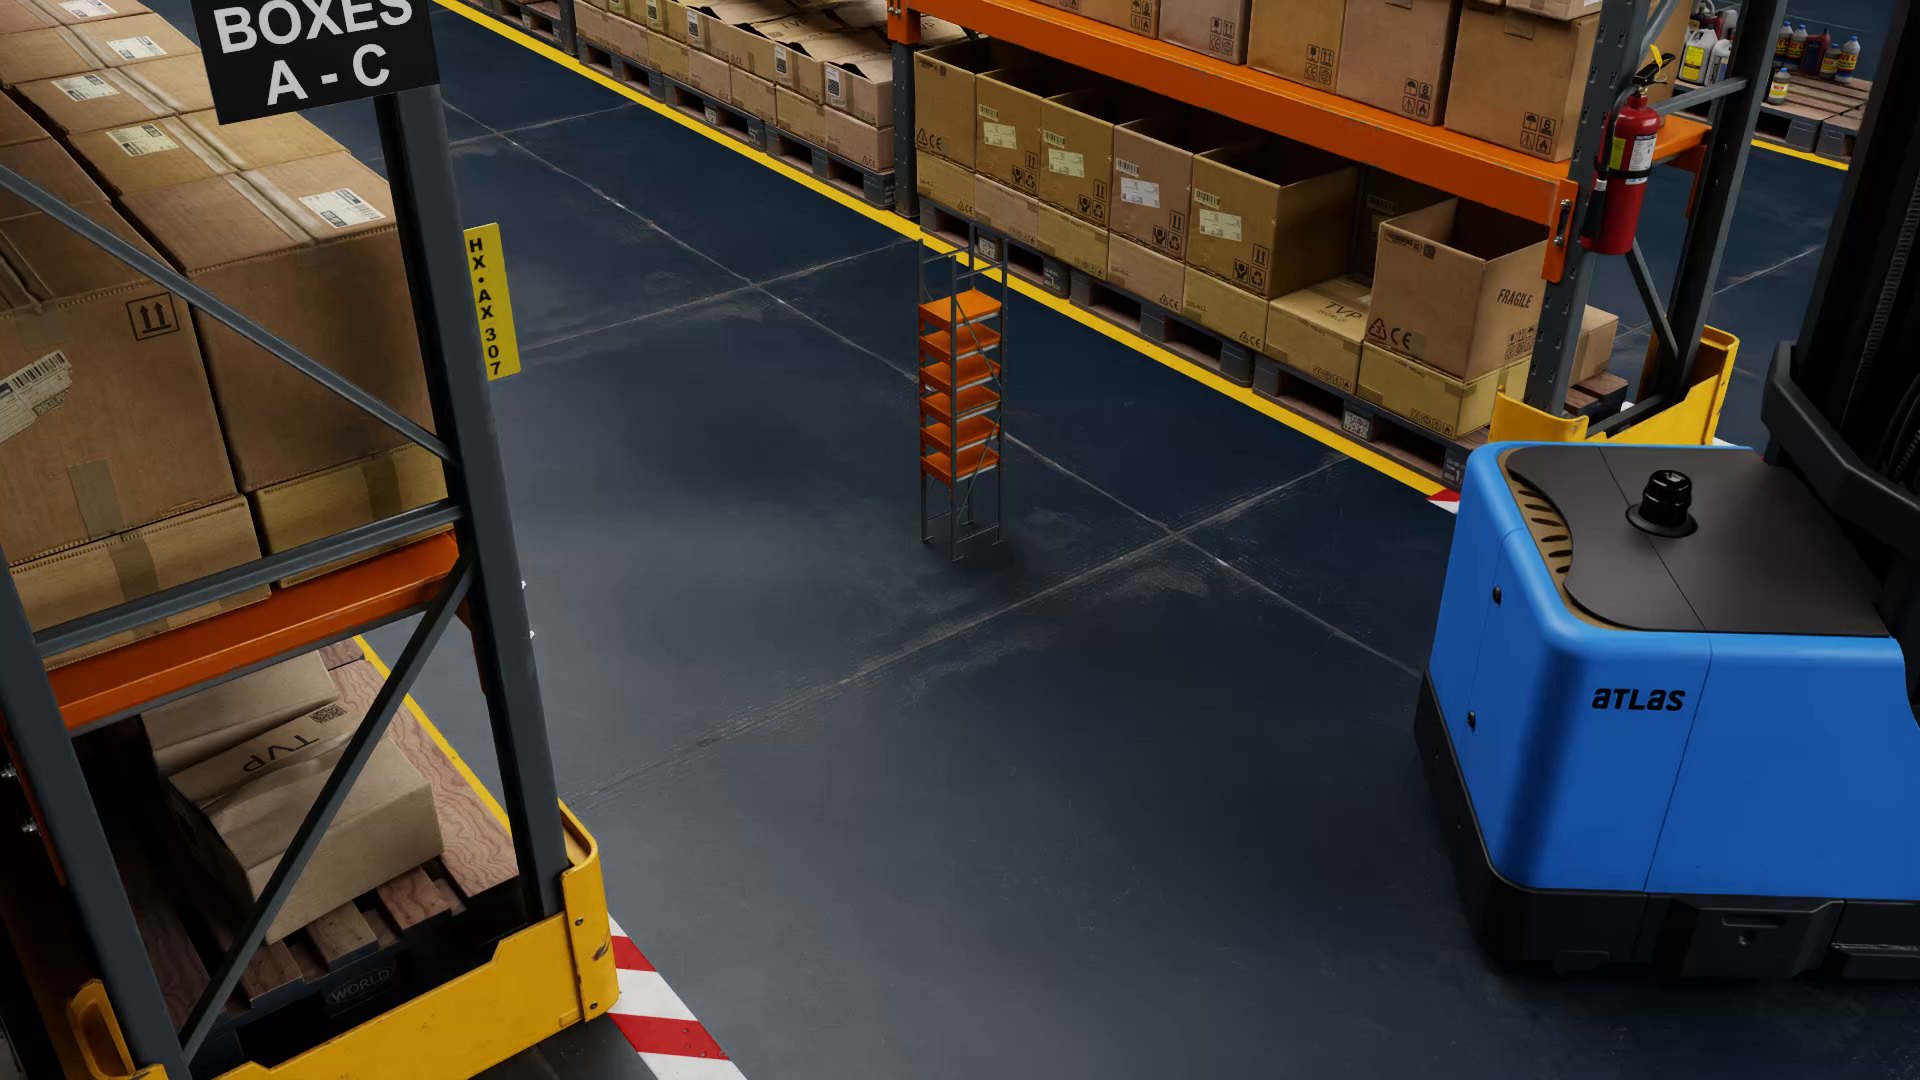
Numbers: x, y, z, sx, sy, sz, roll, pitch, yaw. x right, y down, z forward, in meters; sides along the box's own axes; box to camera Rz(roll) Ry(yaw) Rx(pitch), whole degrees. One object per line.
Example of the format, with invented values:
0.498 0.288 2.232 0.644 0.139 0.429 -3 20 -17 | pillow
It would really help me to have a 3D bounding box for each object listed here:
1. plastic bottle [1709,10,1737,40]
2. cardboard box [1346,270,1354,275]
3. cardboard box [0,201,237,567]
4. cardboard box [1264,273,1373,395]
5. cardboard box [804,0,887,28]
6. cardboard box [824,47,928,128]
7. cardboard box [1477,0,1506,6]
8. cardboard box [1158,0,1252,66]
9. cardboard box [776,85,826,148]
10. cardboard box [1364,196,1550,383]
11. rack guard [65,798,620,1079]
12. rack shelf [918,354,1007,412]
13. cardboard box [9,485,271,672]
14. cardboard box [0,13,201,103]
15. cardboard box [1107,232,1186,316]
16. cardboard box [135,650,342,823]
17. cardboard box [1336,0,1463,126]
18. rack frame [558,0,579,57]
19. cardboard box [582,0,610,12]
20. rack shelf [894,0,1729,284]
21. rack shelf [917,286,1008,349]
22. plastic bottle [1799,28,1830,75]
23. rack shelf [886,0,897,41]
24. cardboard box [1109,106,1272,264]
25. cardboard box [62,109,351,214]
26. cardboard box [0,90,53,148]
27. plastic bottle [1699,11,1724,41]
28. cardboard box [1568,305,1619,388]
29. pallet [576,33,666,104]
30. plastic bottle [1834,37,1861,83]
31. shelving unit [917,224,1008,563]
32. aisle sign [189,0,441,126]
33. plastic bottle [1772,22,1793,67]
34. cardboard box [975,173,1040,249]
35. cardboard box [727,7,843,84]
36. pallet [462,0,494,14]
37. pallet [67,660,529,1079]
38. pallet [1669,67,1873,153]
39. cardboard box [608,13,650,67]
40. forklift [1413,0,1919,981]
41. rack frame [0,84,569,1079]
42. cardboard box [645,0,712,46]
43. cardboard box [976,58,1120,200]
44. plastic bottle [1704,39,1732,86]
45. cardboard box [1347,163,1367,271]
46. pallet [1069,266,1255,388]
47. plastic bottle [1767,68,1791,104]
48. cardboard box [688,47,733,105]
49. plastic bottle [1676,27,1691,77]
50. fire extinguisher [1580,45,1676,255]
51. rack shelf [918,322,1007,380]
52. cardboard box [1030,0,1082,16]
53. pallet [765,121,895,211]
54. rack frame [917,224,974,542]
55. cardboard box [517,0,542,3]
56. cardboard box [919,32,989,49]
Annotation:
5.025 -3.374 11.003 0.152 0.276 0.135 -22 38 -31 | plastic bottle
1.759 -1.256 7.637 0.500 0.250 0.500 -22 38 -31 | cardboard box
-1.840 -0.321 3.336 0.500 0.500 0.500 -23 38 -32 | cardboard box
1.650 -0.877 7.027 0.500 0.250 0.500 -22 38 -31 | cardboard box
-0.603 -3.128 10.121 0.500 0.311 0.500 -24 39 -33 | cardboard box
-0.400 -2.526 9.151 0.500 0.311 0.500 -22 38 -31 | cardboard box
1.982 -2.059 6.012 0.380 0.149 0.250 -21 38 -30 | cardboard box
1.300 -2.420 7.208 0.700 0.500 0.500 -21 38 -30 | cardboard box
-0.717 -2.502 9.644 0.500 0.250 0.500 -23 39 -32 | cardboard box
1.964 -0.990 6.499 0.500 0.500 0.500 -22 38 -31 | cardboard box
-1.429 1.100 4.005 1.175 0.500 0.348 -22 38 -31 | rack guard
0.009 -0.568 5.884 0.258 0.103 0.180 -22 38 -31 | rack shelf
-1.822 -0.007 3.541 0.500 0.250 0.500 -22 38 -31 | cardboard box
-2.371 -1.128 4.635 0.500 0.500 0.500 -21 38 -30 | cardboard box
1.037 -1.294 7.698 0.500 0.250 0.500 -22 38 -31 | cardboard box
-2.085 0.470 4.781 0.500 0.311 0.500 -19 37 -28 | cardboard box
1.926 -1.993 6.521 0.700 0.500 0.500 -21 38 -30 | cardboard box
-2.378 -4.868 11.246 1.000 3.000 0.127 -22 38 -31 | rack frame
-2.288 -3.804 11.208 0.500 0.311 0.500 -21 37 -30 | cardboard box
1.302 -2.062 7.409 1.077 0.370 4.000 -22 38 -31 | rack shelf
0.009 -0.772 5.757 0.258 0.103 0.180 -22 38 -31 | rack shelf
5.453 -3.125 10.596 0.061 0.283 0.133 -22 38 -31 | plastic bottle
-1.151 -3.729 10.093 1.077 0.370 4.000 -22 38 -31 | rack shelf
1.034 -1.611 7.499 0.500 0.500 0.500 -22 38 -31 | cardboard box
-1.733 -0.699 3.945 0.500 0.500 0.500 -22 38 -31 | cardboard box
-2.461 -0.748 4.024 0.500 0.500 0.500 -23 39 -33 | cardboard box
4.941 -3.342 10.945 0.061 0.283 0.133 -22 38 -31 | plastic bottle
2.375 -0.840 6.968 0.500 0.250 0.500 -22 38 -31 | cardboard box
-1.904 -3.328 11.409 1.003 0.211 1.213 -22 38 -31 | pallet
5.578 -3.020 10.438 0.097 0.271 0.097 0 32 0 | plastic bottle
0.009 -0.504 5.924 0.258 1.200 0.189 -22 38 -31 | shelving unit
-1.101 -1.102 2.717 0.394 0.787 0.004 -22 38 -31 | aisle sign
5.306 -3.204 10.735 0.097 0.271 0.097 0 32 0 | plastic bottle
0.423 -1.710 8.369 0.500 0.250 0.500 -22 38 -31 | cardboard box
-1.028 -2.950 9.833 0.500 0.311 0.500 -22 38 -32 | cardboard box
-3.550 -4.515 13.320 1.003 0.211 1.213 -22 38 -31 | pallet
-1.899 0.873 4.645 1.003 0.211 1.213 -22 38 -31 | pallet
5.121 -2.816 10.583 1.003 0.211 1.213 -22 38 -31 | pallet
-1.979 -3.356 11.019 0.500 0.250 0.500 -23 39 -33 | cardboard box
2.900 -0.329 4.002 3.031 2.935 1.130 1 32 2 | forklift
-1.383 0.070 3.294 1.000 3.000 0.127 -22 38 -31 | rack frame
-1.649 -3.374 10.516 0.500 0.311 0.500 -23 39 -33 | cardboard box
0.425 -2.030 8.173 0.500 0.500 0.500 -22 38 -31 | cardboard box
4.753 -2.961 10.338 0.152 0.276 0.135 -23 39 -33 | plastic bottle
1.750 -1.571 7.433 0.500 0.500 0.500 -22 38 -31 | cardboard box
1.282 -1.163 7.923 1.003 0.211 1.213 -22 38 -31 | pallet
4.971 -2.757 10.081 0.097 0.201 0.097 0 32 0 | plastic bottle
-1.342 -2.928 10.329 0.500 0.250 0.500 -21 38 -30 | cardboard box
4.534 -3.138 10.552 0.144 0.351 0.185 -23 38 -32 | plastic bottle
2.234 -1.302 5.577 0.296 0.674 0.183 -22 38 -31 | fire extinguisher
0.009 -0.670 5.821 0.258 0.103 0.180 -22 38 -31 | rack shelf
0.681 -2.843 7.890 0.700 0.500 0.500 -23 38 -32 | cardboard box
-0.407 -2.311 9.771 1.003 0.211 1.213 -22 38 -31 | pallet
-0.047 -0.542 5.985 0.240 1.200 0.006 -22 38 -31 | rack frame
-3.137 -4.307 12.294 0.500 0.500 0.500 -21 37 -30 | cardboard box
0.019 -2.703 9.435 0.500 0.311 0.500 -22 38 -31 | cardboard box
